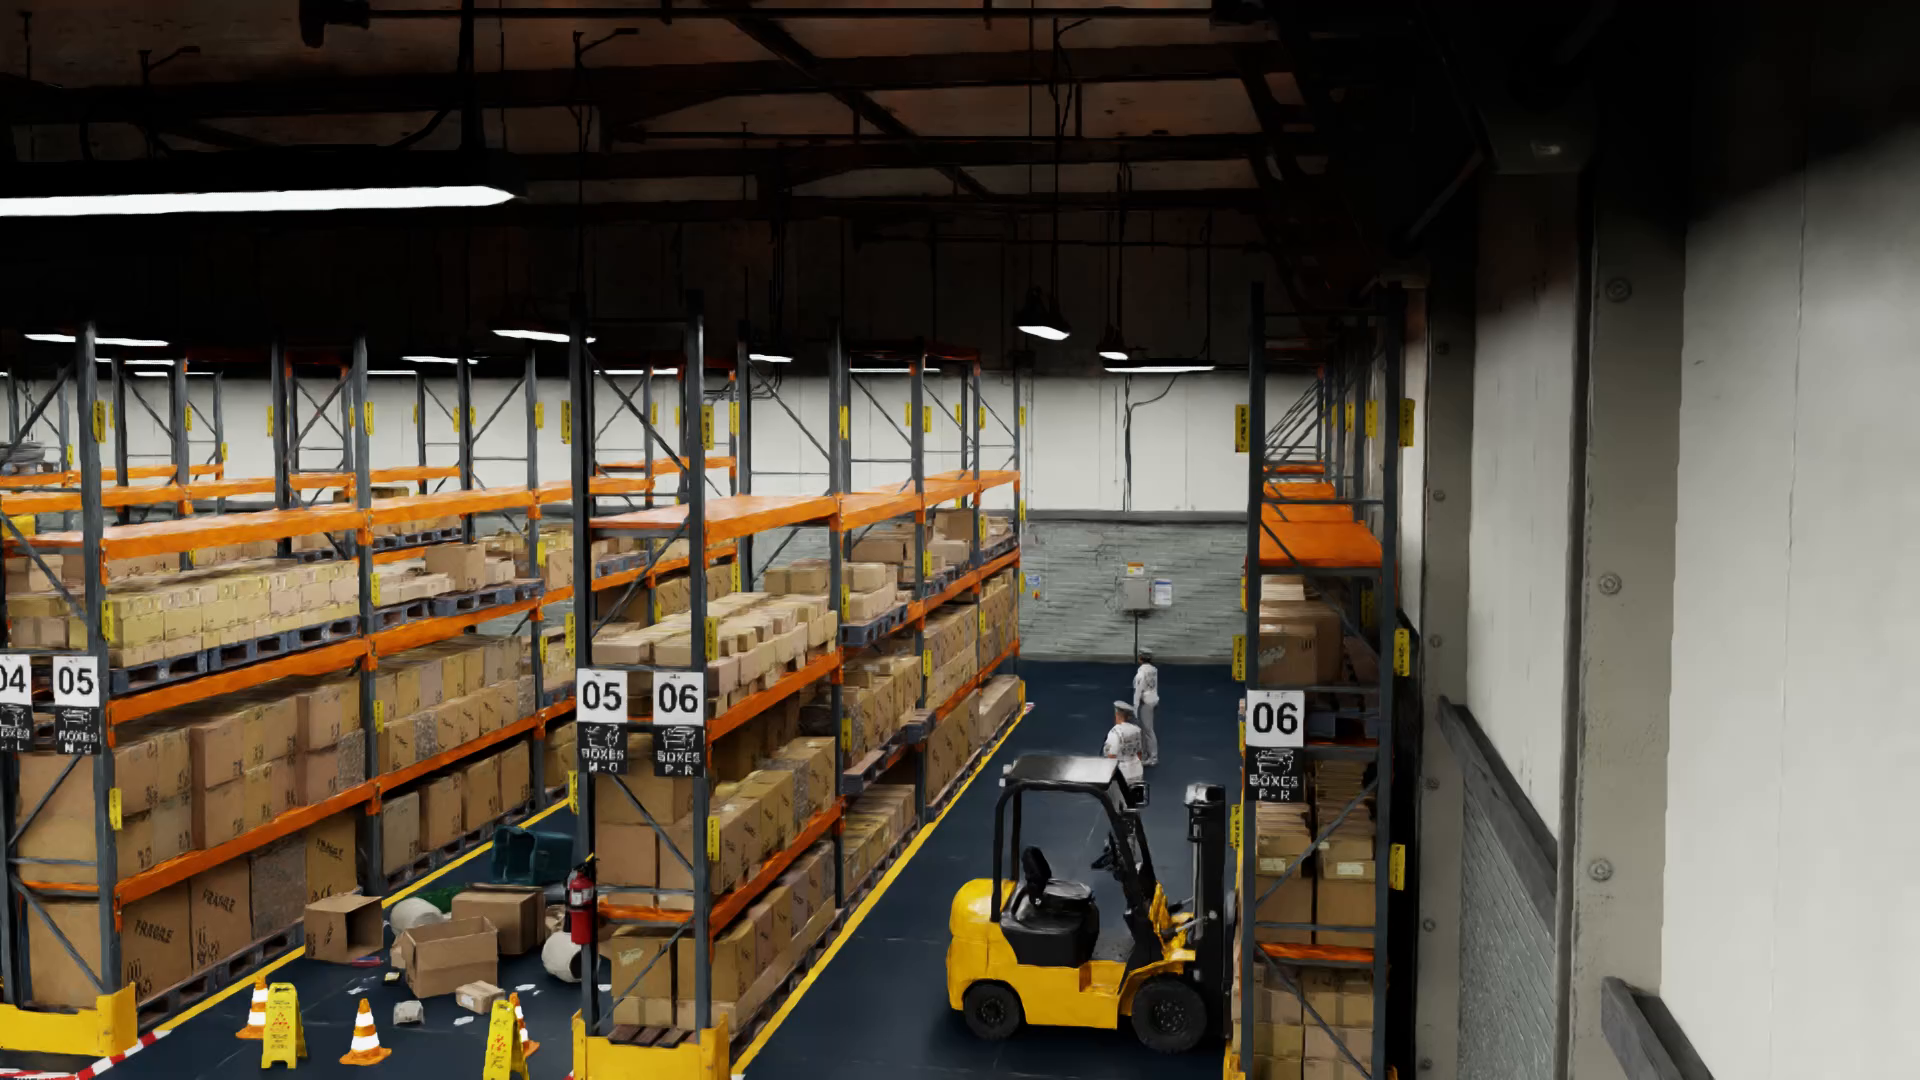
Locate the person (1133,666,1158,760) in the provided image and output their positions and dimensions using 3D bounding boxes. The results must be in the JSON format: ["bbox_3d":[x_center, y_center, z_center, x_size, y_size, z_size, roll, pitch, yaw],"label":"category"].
[{"bbox_3d":[-16.511,0.773,16.810,26.945,5.915,31.846,3,5,29],"label":"person"}]

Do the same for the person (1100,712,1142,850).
[{"bbox_3d":[1.881,2.761,19.136,0.445,1.575,0.457,4,6,39],"label":"person"}]
